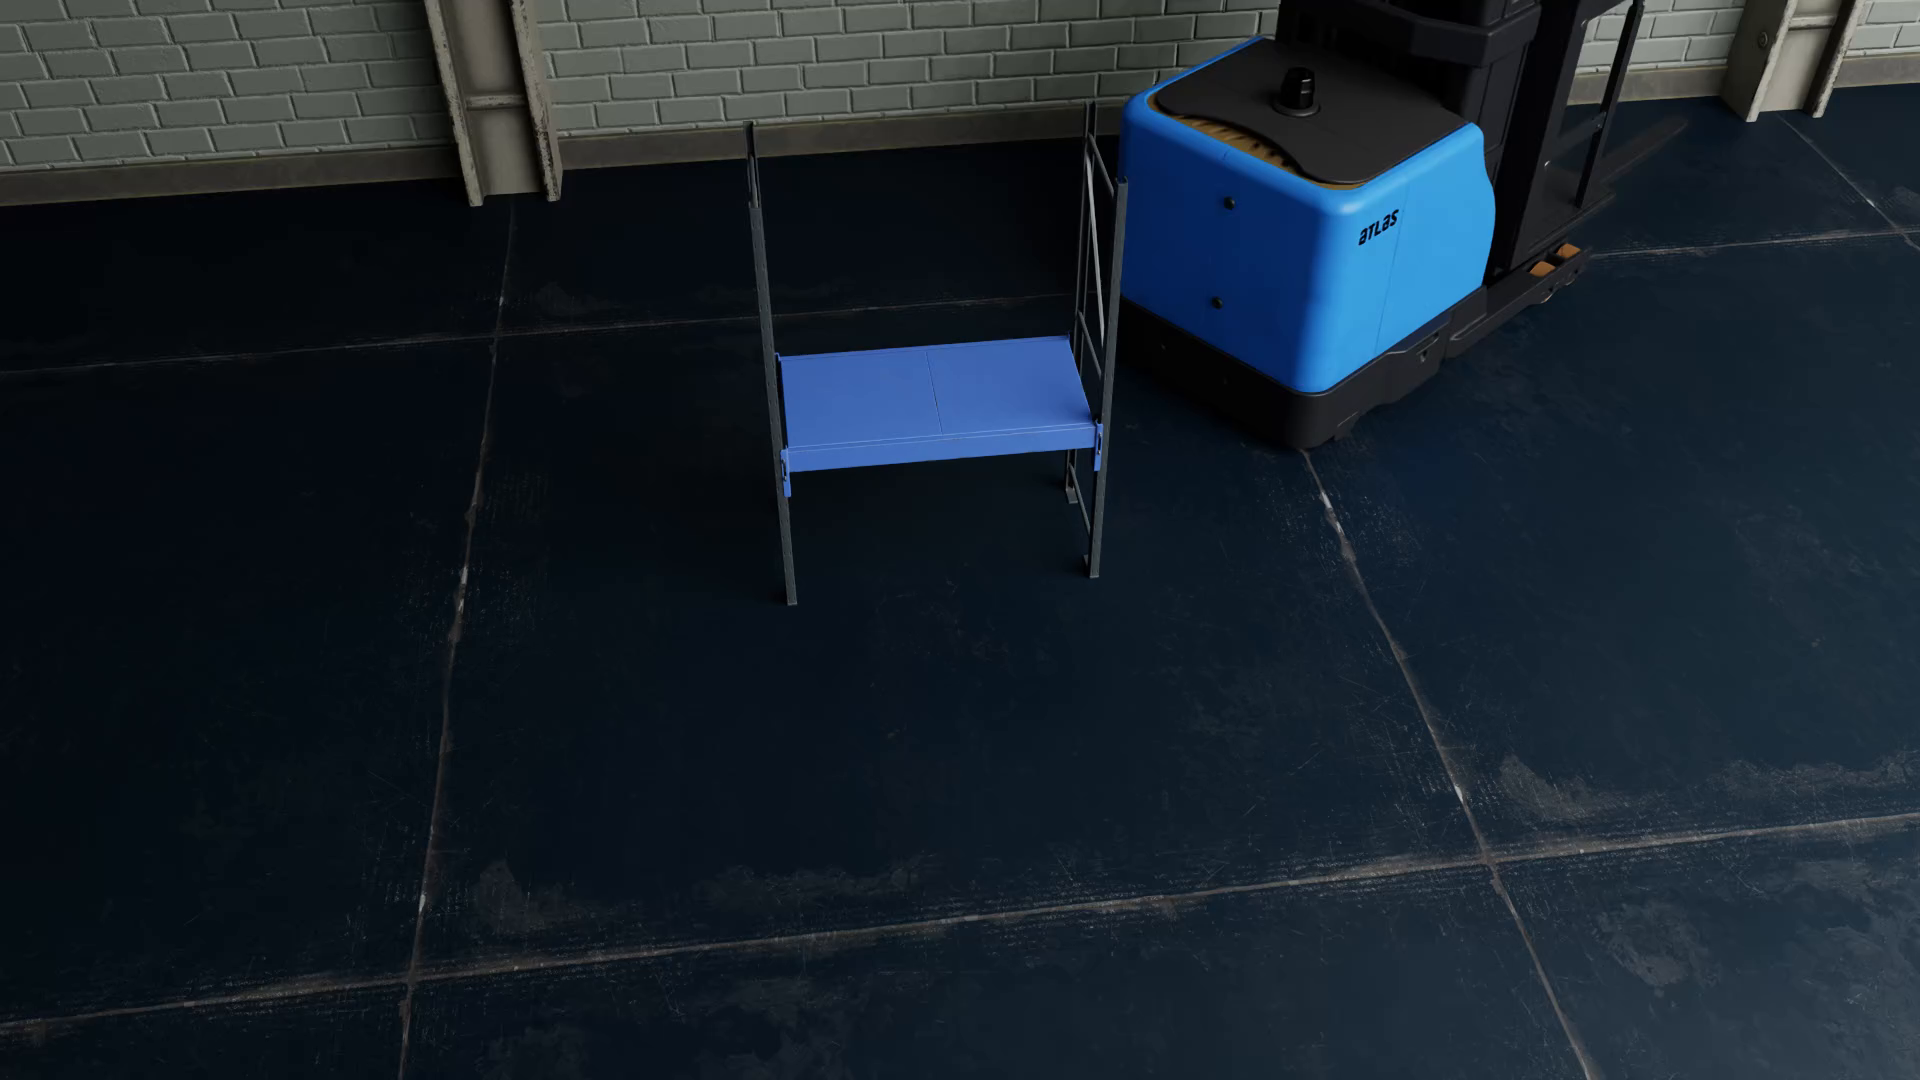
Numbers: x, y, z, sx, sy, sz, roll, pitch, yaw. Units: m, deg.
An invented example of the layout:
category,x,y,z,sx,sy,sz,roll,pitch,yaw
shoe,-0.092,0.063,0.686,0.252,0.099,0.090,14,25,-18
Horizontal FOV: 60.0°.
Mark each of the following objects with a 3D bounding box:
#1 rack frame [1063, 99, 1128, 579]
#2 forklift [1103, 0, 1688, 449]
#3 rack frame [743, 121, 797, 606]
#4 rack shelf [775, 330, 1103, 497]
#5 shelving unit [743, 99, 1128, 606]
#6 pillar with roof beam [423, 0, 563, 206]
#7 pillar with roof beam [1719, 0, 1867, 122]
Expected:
category,x,y,z,sx,sy,sz,roll,pitch,yaw
rack frame,0.419,-0.594,5.288,0.032,1.500,0.500,-5,42,-6
forklift,1.972,-2.288,6.099,3.031,2.935,1.130,-33,51,-31
rack frame,-0.589,-0.505,5.191,0.032,1.500,0.500,-5,42,-6
rack shelf,-0.085,-0.416,5.360,1.000,0.185,0.538,-5,42,-6
shelving unit,-0.085,-0.550,5.239,1.048,1.500,0.538,-5,42,-6
pillar with roof beam,-1.449,-2.086,1.344,0.400,9.000,9.100,-5,42,-6
pillar with roof beam,4.501,-2.607,1.921,0.400,9.000,9.100,-5,42,-6
